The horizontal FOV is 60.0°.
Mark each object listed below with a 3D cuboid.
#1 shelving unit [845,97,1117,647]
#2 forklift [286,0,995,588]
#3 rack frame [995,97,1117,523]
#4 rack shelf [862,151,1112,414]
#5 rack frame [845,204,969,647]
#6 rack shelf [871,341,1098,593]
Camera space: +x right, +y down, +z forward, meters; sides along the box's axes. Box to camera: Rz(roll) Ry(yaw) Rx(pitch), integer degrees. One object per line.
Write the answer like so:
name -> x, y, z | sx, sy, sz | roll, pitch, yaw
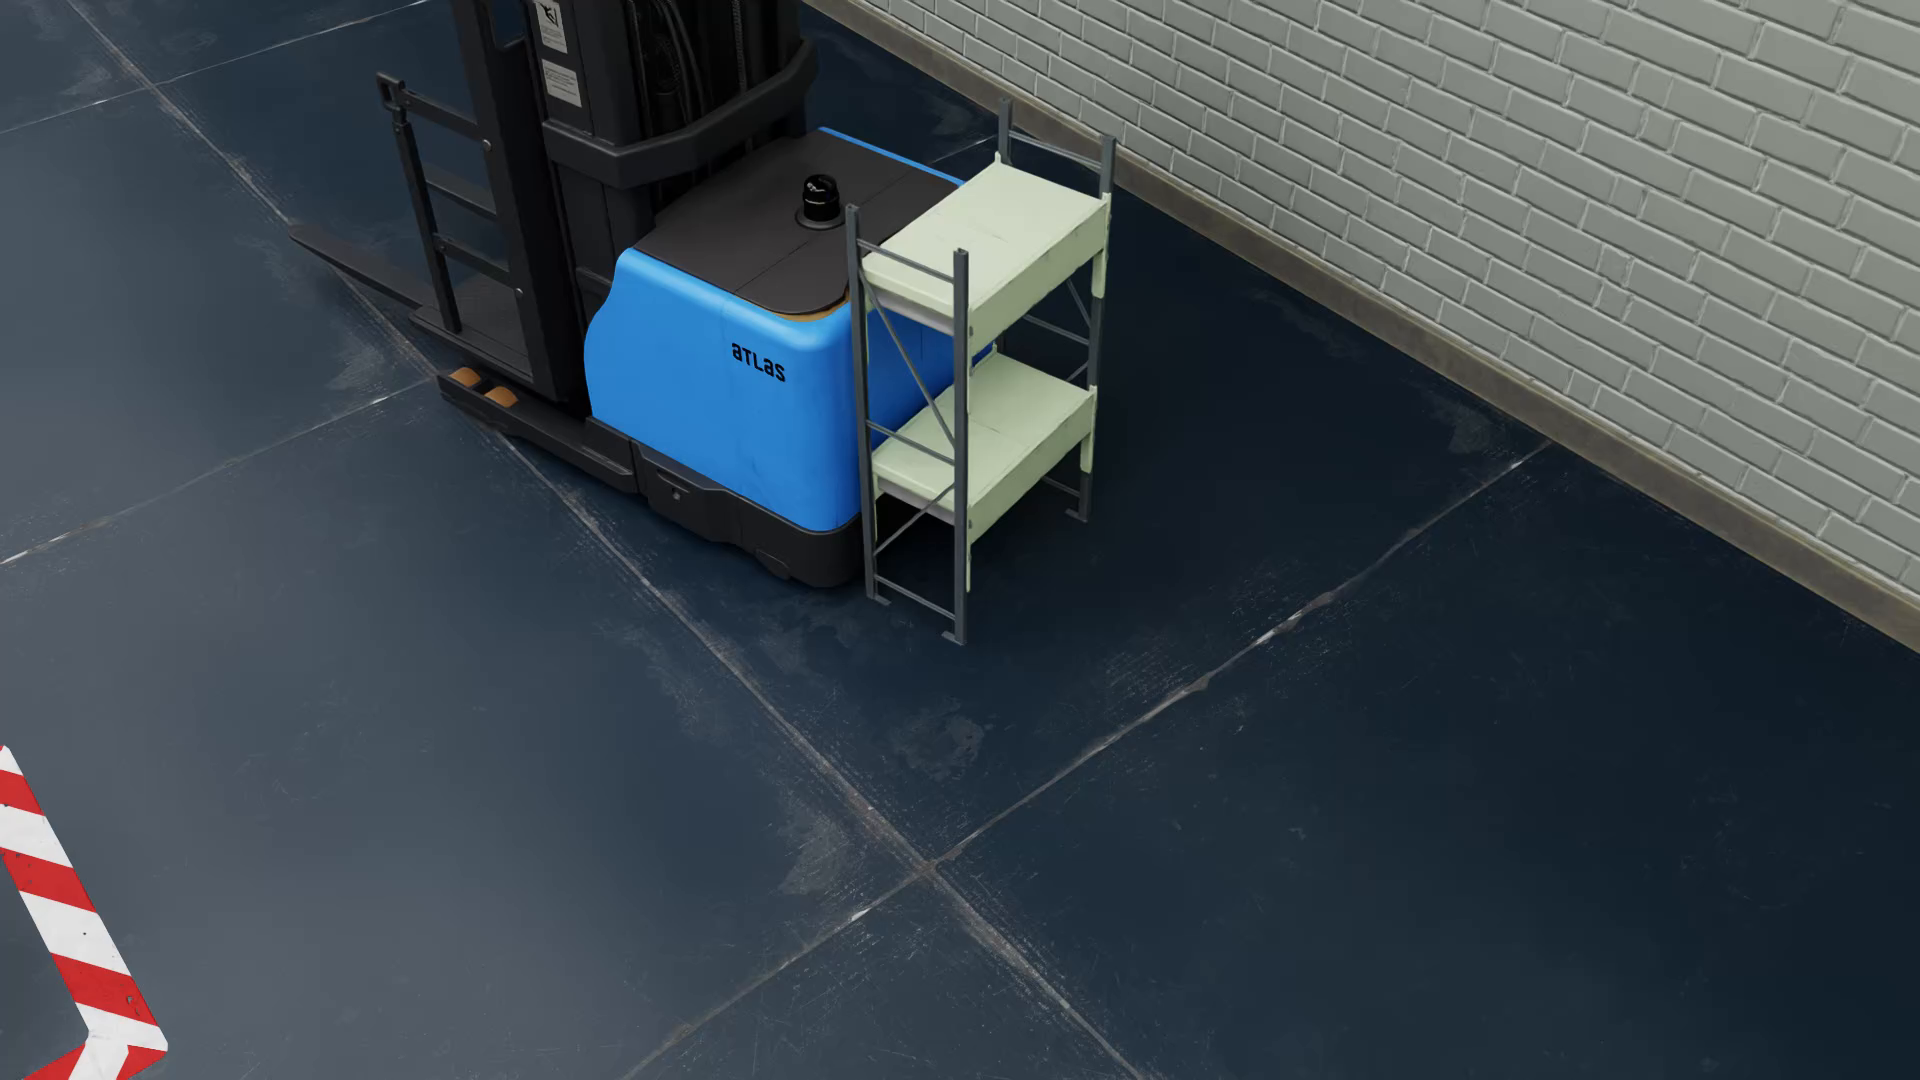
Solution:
shelving unit -> 0.070, -0.488, 5.174 | 0.431, 1.500, 0.755 | 26, 49, 25
forklift -> -1.330, -1.734, 5.455 | 3.031, 2.935, 1.130 | 27, 49, 26
rack frame -> 0.284, -0.691, 5.390 | 0.400, 1.500, 0.023 | 26, 49, 25
rack shelf -> 0.070, -0.772, 4.907 | 0.431, 0.370, 0.720 | 26, 49, 25
rack frame -> -0.145, -0.285, 4.958 | 0.400, 1.500, 0.023 | 26, 49, 25
rack shelf -> 0.070, -0.250, 5.397 | 0.431, 0.370, 0.720 | 26, 49, 25
